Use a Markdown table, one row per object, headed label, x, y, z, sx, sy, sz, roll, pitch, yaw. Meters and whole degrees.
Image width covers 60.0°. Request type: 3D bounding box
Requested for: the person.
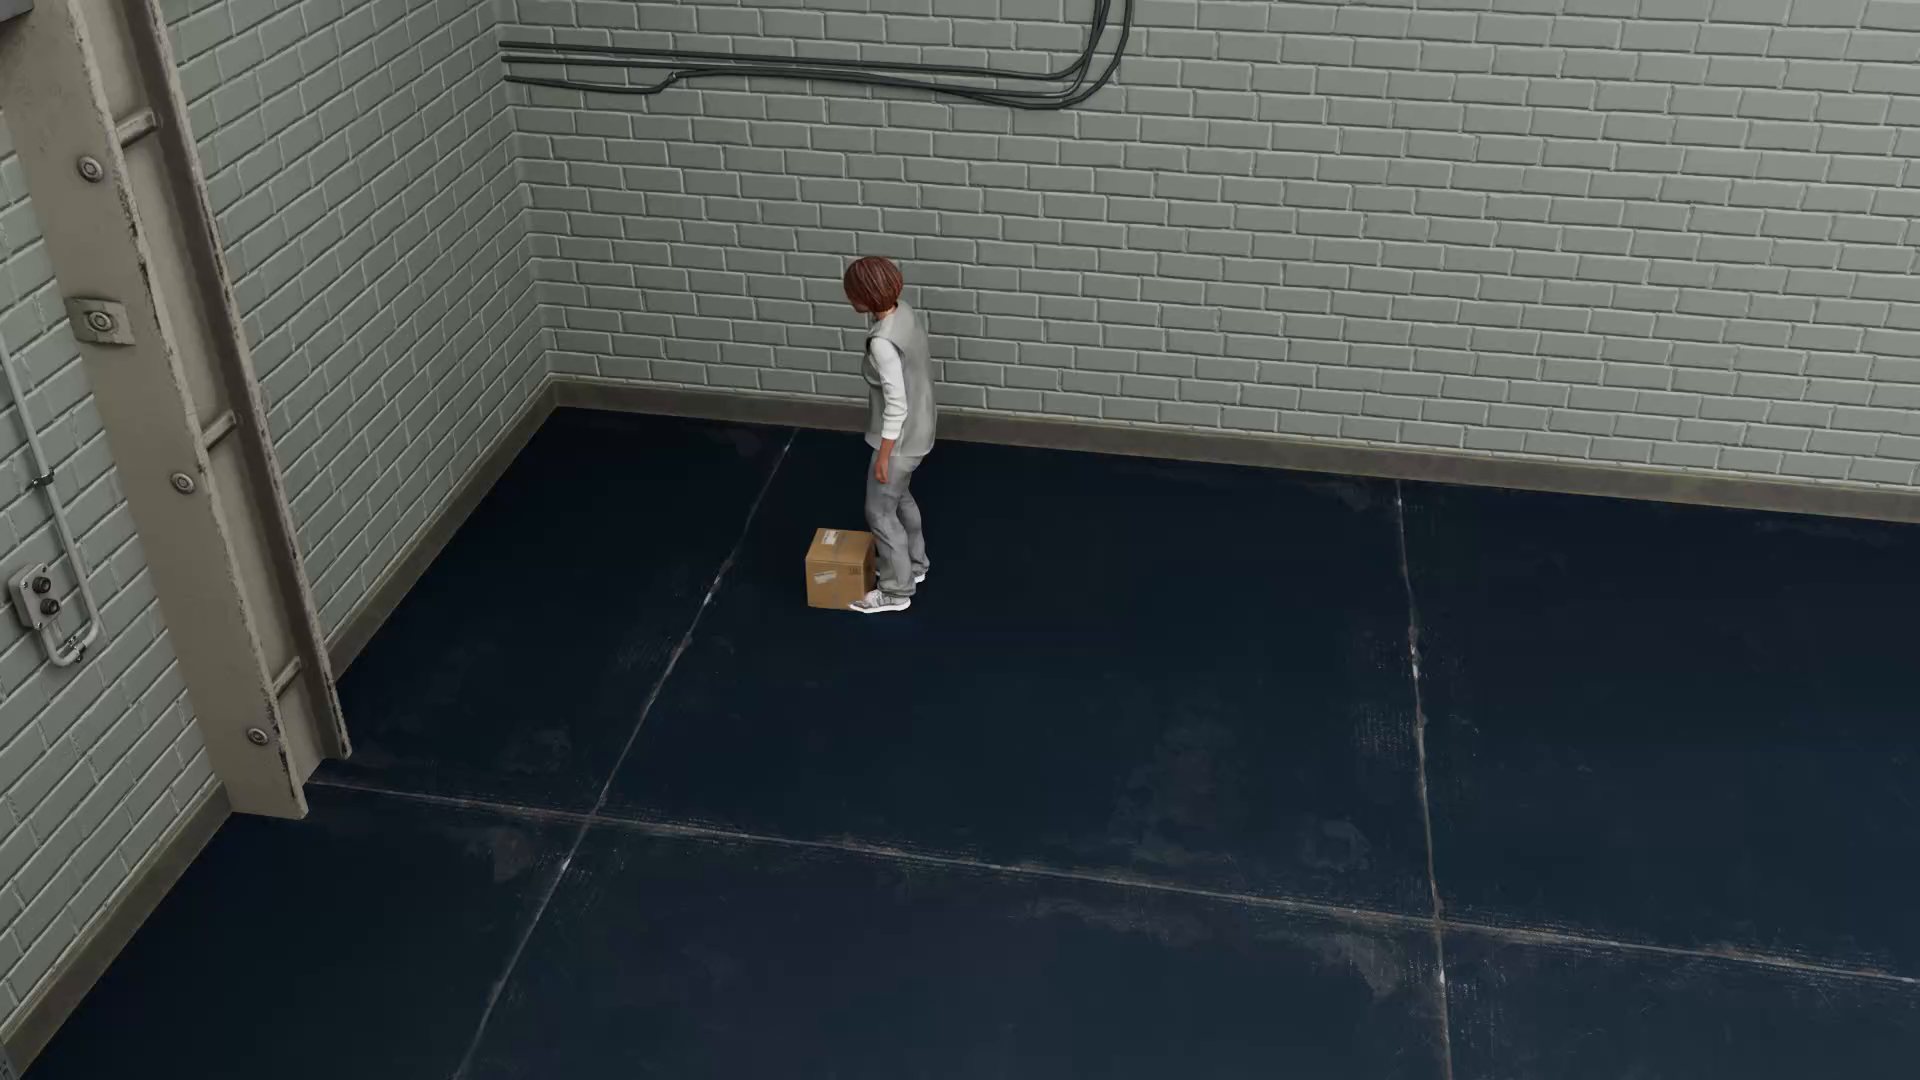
| label | x | y | z | sx | sy | sz | roll | pitch | yaw |
| --- | --- | --- | --- | --- | --- | --- | --- | --- | --- |
| person | -0.285 | -0.420 | 6.802 | 0.376 | 1.590 | 0.469 | 4 | 33 | 6 |
